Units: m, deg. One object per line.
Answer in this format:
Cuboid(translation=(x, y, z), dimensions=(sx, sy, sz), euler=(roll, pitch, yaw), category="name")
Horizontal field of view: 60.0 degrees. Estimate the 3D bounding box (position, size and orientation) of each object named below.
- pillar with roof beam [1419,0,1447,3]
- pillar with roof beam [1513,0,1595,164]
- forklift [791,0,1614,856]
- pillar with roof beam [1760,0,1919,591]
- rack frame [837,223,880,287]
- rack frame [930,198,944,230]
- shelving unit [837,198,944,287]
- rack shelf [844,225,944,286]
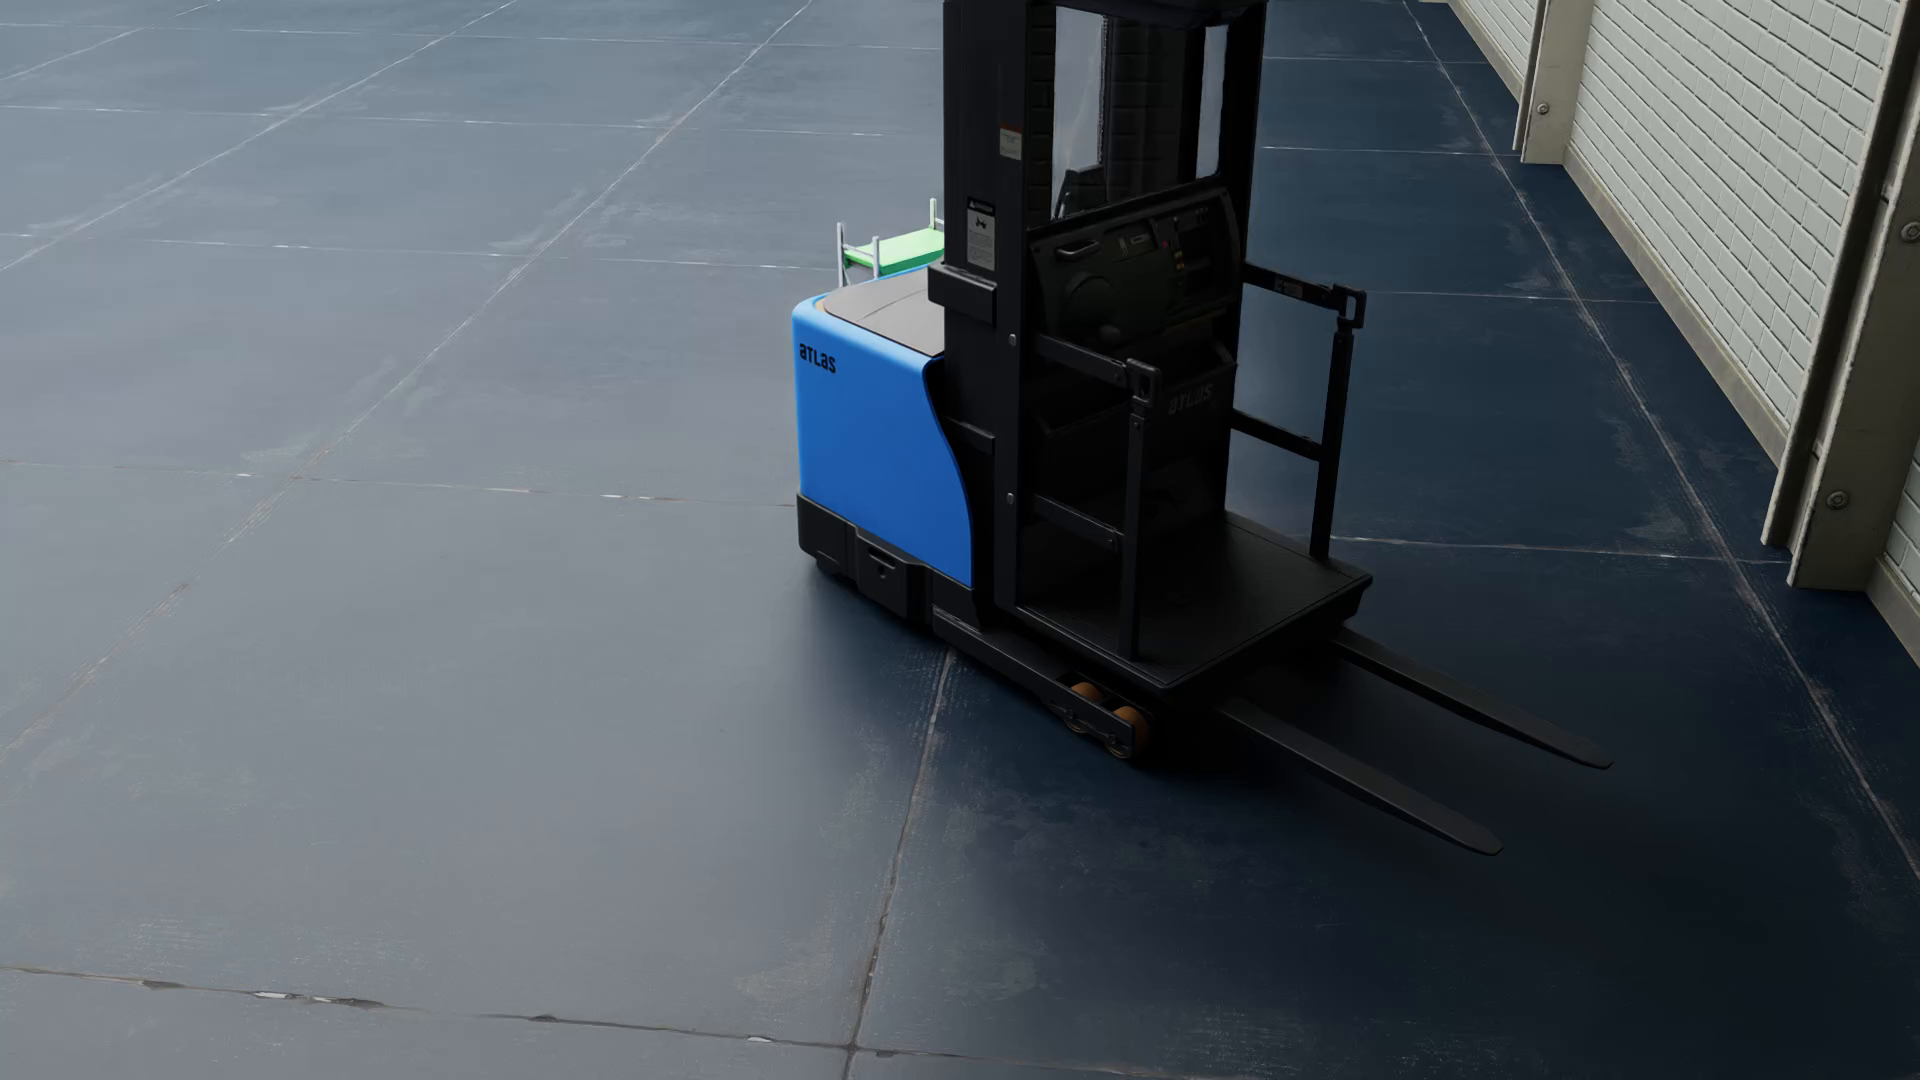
Cuboid(translation=(0.579, -9.764, 15.386), dimensions=(9.100, 9.000, 0.400), euler=(3, 28, 6), category="pillar with roof beam")
Cuboid(translation=(-0.156, -6.940, 10.143), dimensions=(9.100, 9.000, 0.400), euler=(3, 28, 6), category="pillar with roof beam")
Cuboid(translation=(0.723, -0.852, 5.240), dimensions=(1.130, 2.935, 3.031), euler=(-23, 36, -36), category="forklift")
Cuboid(translation=(-0.891, -4.115, 4.901), dimensions=(9.100, 9.000, 0.400), euler=(3, 28, 6), category="pillar with roof beam")
Cuboid(translation=(-0.395, -0.673, 6.734), dimensions=(0.015, 1.200, 0.240), euler=(-23, 36, -36), category="rack frame")
Cuboid(translation=(-0.035, -0.829, 7.024), dimensions=(0.015, 1.200, 0.240), euler=(-23, 36, -36), category="rack frame")
Cuboid(translation=(-0.215, -0.751, 6.879), dimensions=(0.503, 1.200, 0.258), euler=(-23, 36, -36), category="shelving unit")
Cuboid(translation=(-0.215, -1.117, 6.682), dimensions=(0.480, 0.148, 0.258), euler=(-23, 36, -36), category="rack shelf")
